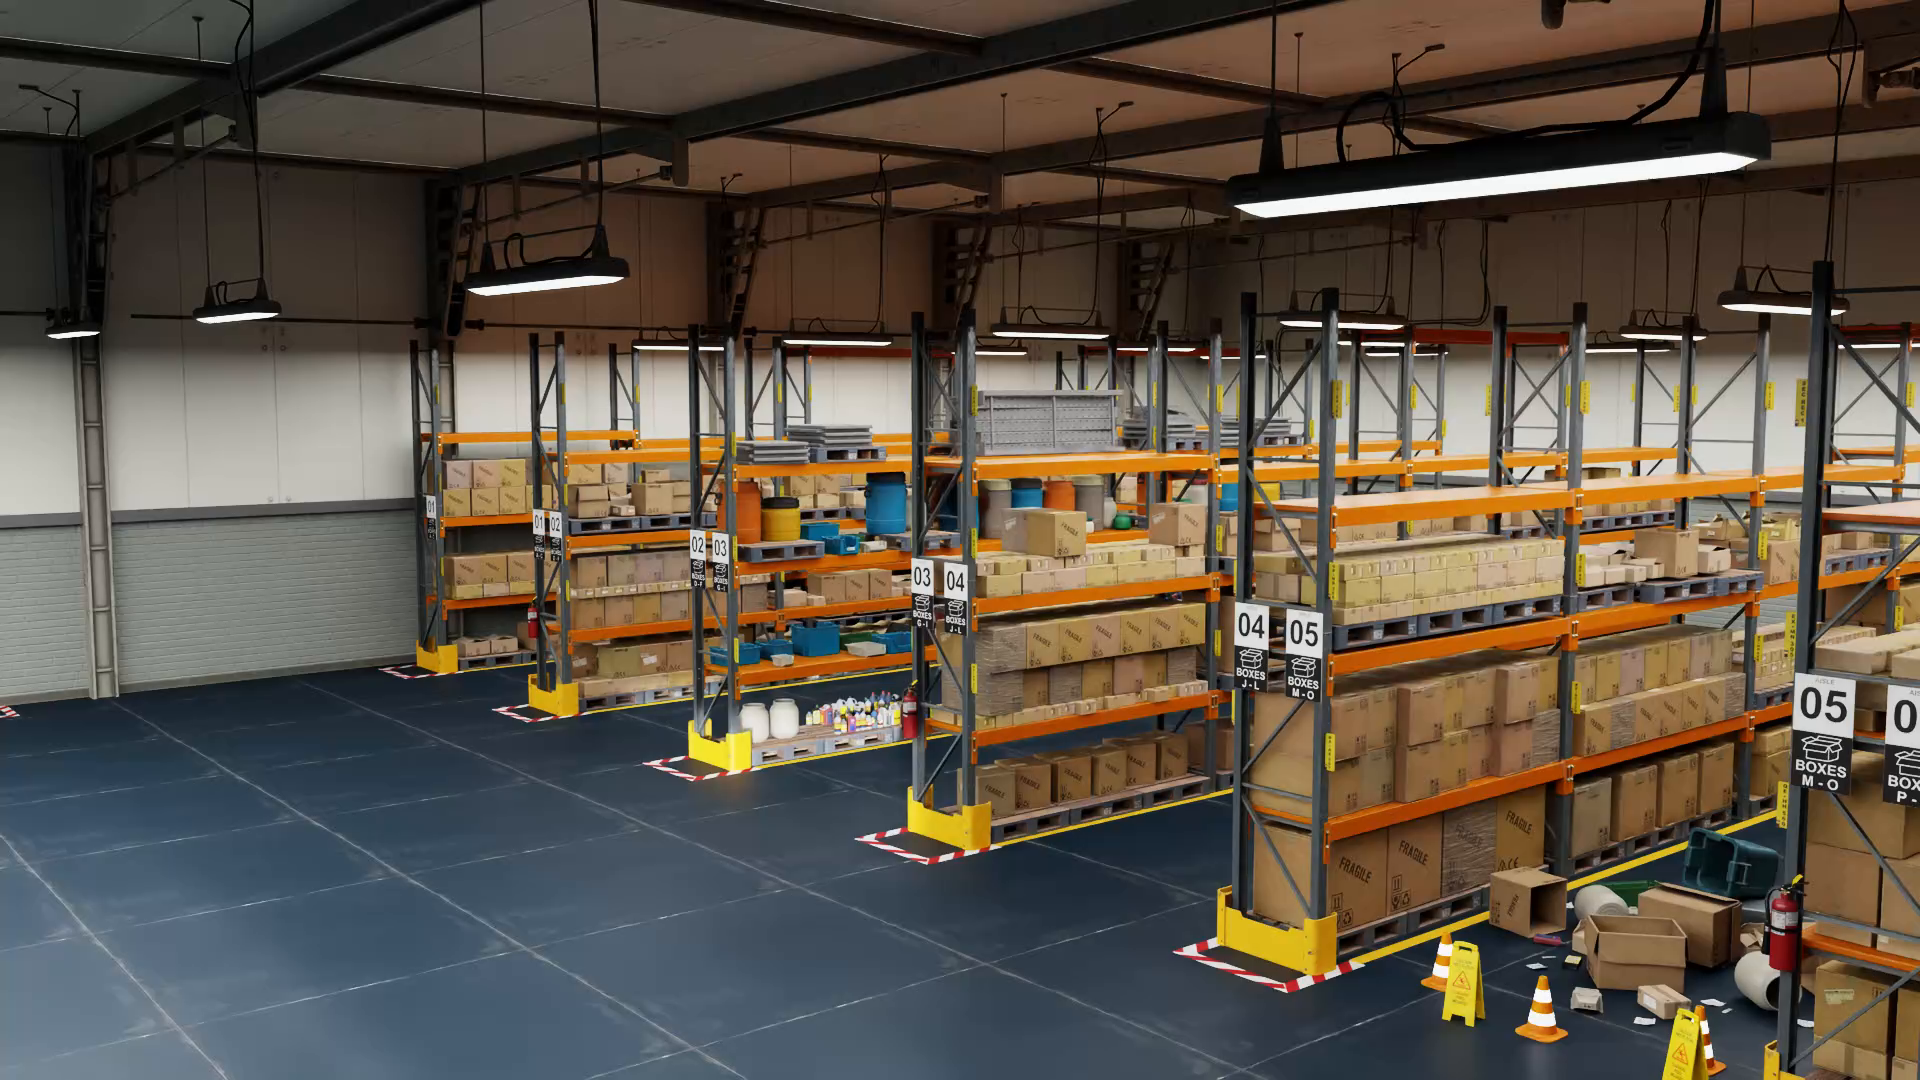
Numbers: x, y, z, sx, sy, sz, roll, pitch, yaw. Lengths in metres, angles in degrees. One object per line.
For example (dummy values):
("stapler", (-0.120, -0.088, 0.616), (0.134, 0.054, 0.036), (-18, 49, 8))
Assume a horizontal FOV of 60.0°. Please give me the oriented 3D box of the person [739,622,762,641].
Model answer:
("person", (-3.853, 1.560, 30.568), (0.446, 1.599, 0.564), (0, 5, -4))
